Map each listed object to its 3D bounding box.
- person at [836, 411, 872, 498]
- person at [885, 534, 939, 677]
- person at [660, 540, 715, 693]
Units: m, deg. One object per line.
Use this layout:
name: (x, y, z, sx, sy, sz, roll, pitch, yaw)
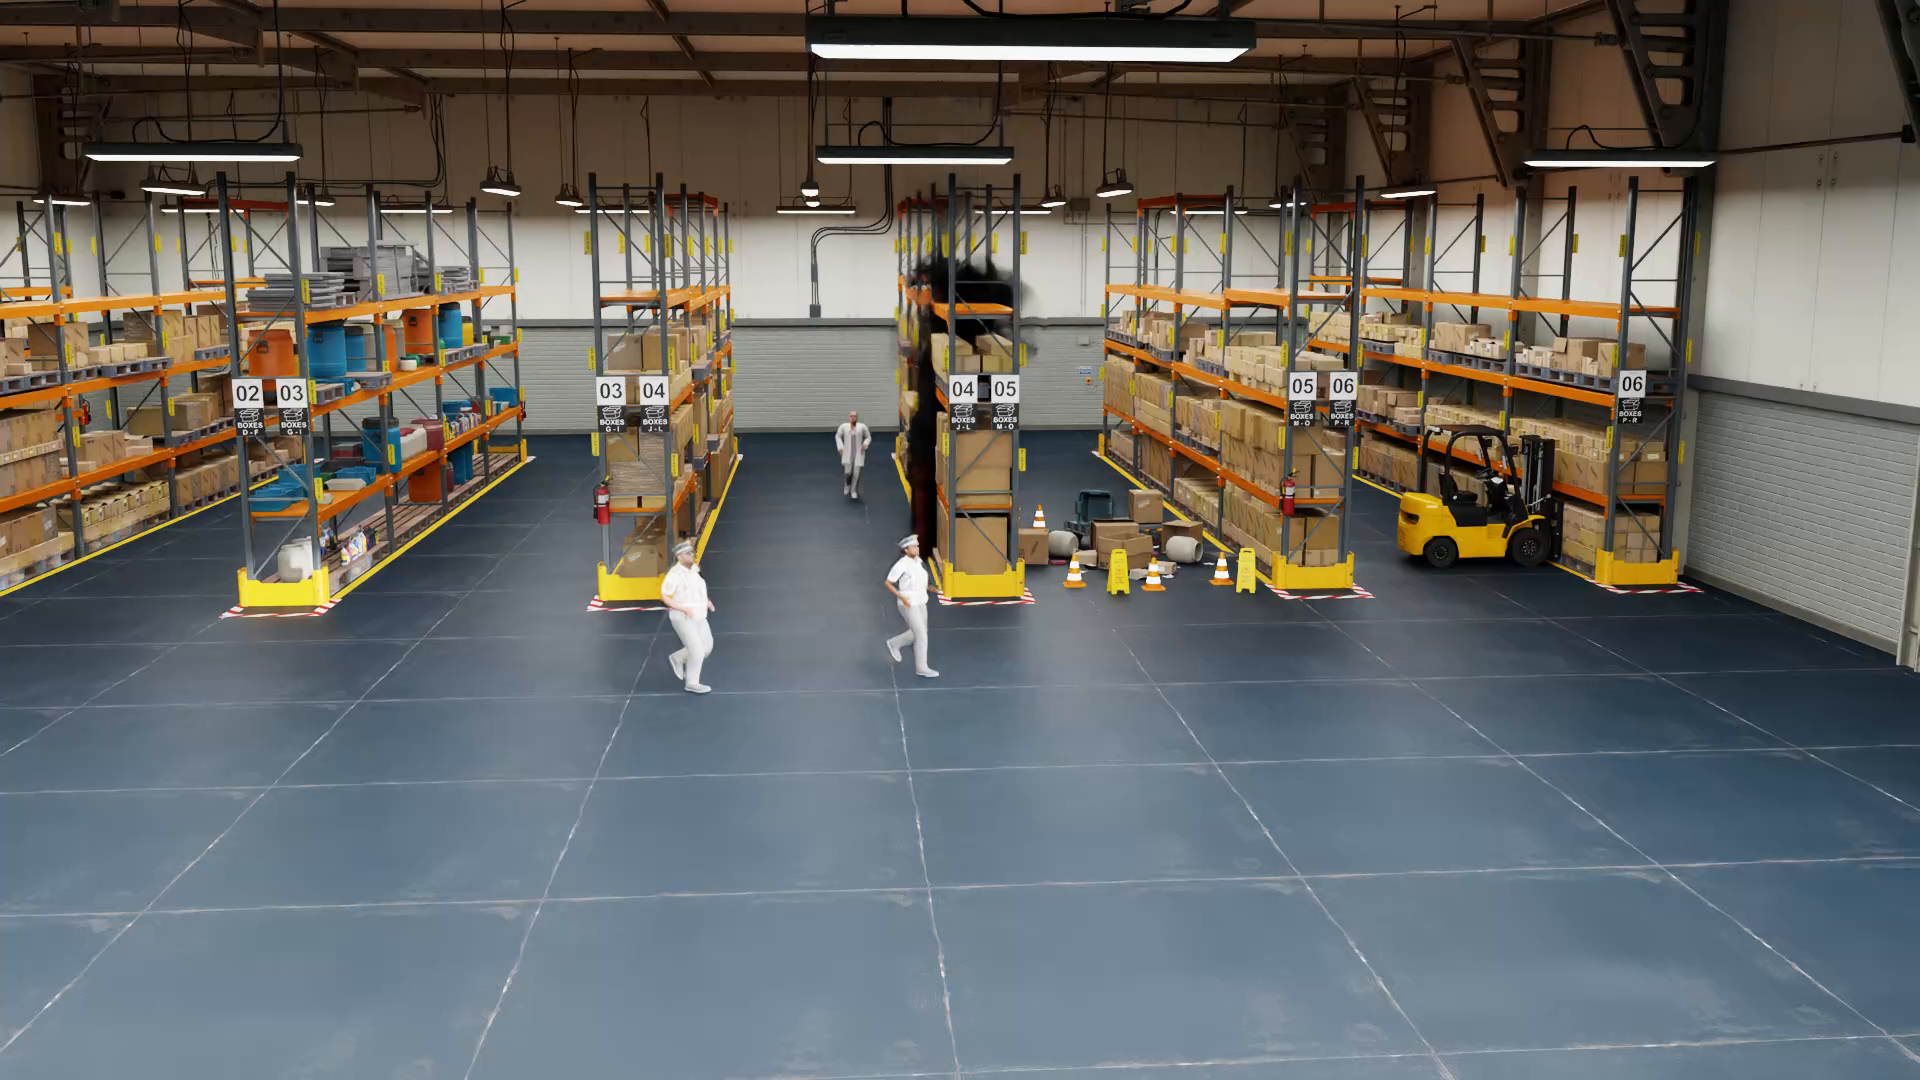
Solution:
person: (-2.130, -1.717, 33.415, 0.723, 1.746, 0.629, -1, 10, -5)
person: (-0.591, 0.751, 19.630, 0.815, 1.666, 0.588, 7, 12, 34)
person: (-3.105, 0.853, 18.868, 0.624, 1.733, 0.664, 5, 11, 27)
